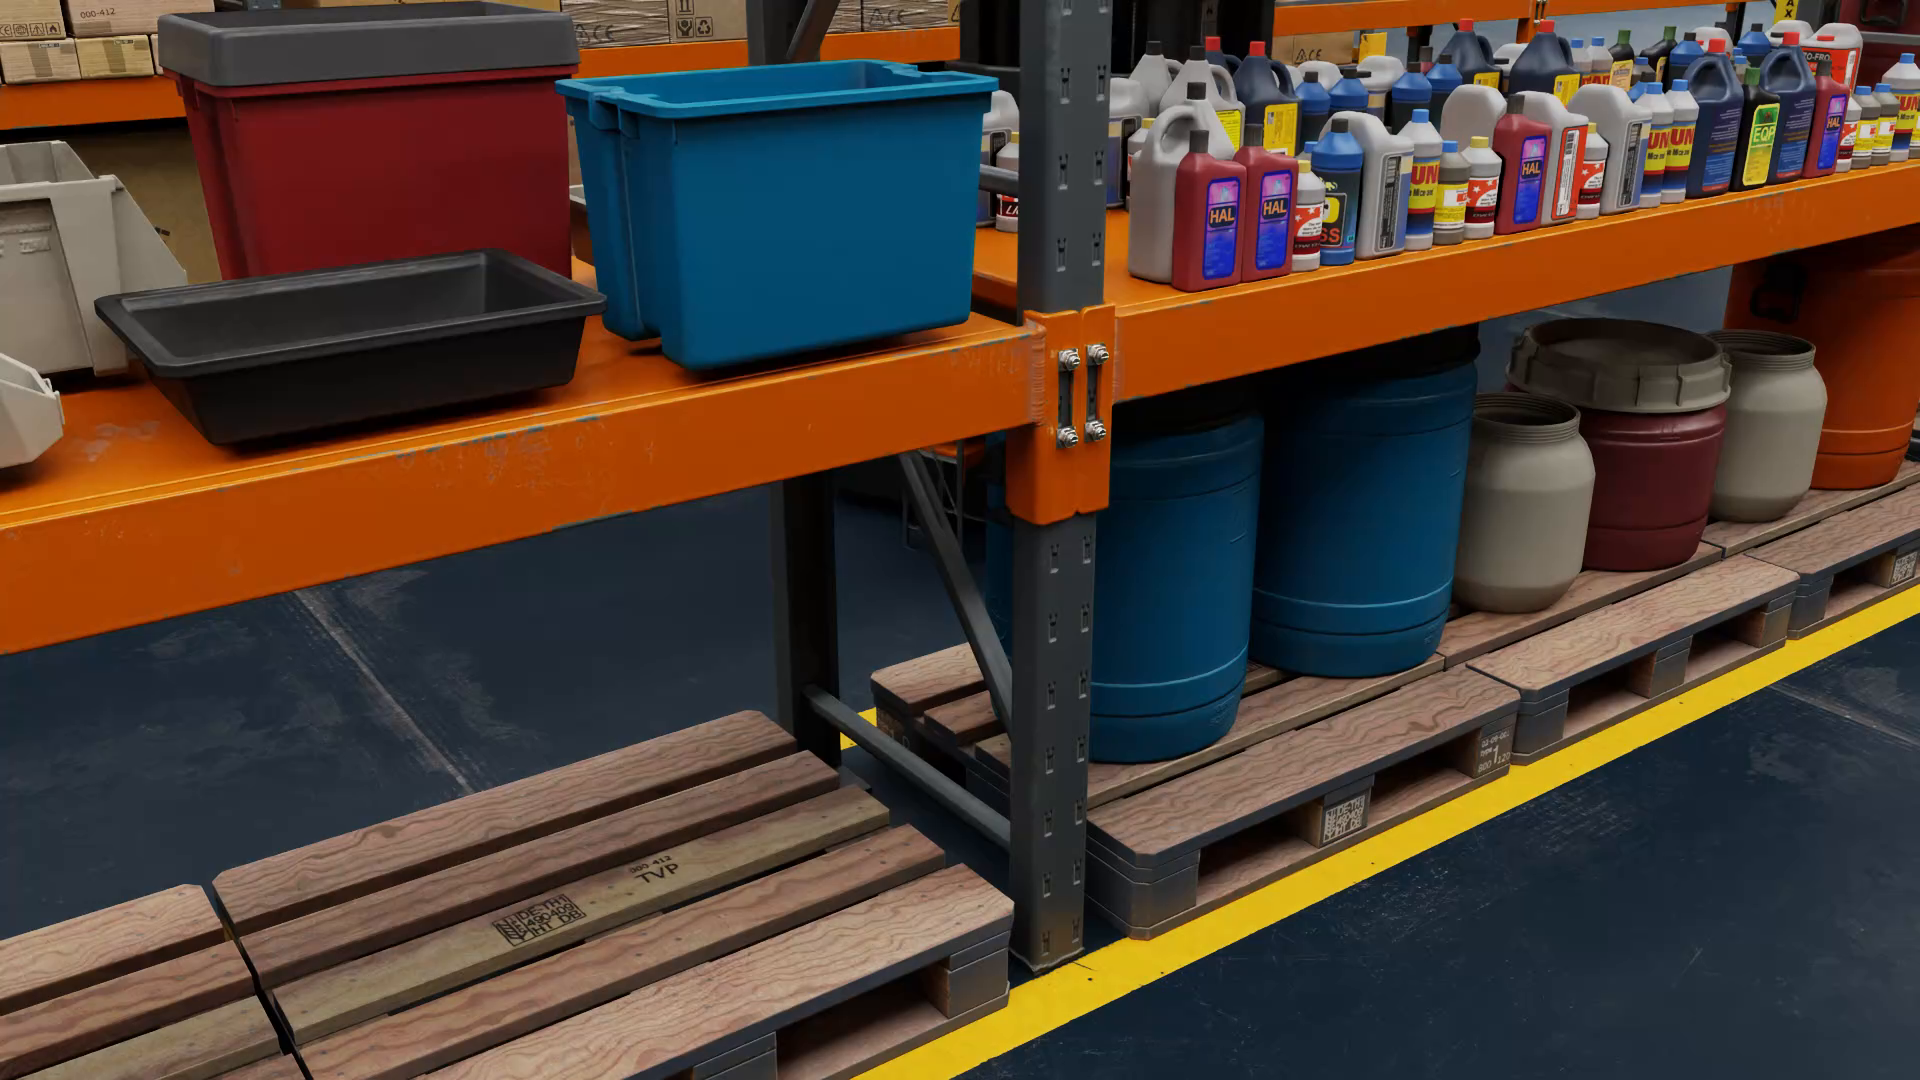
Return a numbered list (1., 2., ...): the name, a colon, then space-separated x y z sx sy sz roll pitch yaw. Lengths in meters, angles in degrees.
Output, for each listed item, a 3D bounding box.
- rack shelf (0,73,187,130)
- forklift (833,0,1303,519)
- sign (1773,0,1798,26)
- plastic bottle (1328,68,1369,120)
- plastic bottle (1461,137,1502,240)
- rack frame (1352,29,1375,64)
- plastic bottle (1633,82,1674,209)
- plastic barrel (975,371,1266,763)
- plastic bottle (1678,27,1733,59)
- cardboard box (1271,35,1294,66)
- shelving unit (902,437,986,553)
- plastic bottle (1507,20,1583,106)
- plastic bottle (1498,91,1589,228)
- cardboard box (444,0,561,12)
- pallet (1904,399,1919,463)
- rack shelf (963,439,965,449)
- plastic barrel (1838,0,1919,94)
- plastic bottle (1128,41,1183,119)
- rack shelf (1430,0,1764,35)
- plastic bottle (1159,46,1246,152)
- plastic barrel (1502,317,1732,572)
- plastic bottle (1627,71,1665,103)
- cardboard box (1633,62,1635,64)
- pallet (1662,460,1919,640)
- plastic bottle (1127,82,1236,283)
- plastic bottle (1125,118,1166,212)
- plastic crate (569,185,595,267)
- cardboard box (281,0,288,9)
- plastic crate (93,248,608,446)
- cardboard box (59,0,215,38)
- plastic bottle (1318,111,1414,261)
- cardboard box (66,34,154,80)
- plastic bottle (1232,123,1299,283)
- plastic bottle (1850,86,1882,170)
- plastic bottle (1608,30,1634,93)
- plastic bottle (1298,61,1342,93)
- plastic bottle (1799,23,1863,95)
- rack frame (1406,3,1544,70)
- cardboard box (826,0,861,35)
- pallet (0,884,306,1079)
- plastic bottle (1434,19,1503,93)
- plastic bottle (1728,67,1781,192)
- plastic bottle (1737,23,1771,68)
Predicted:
1. rack shelf: -4.611 -1.425 5.890 4.000 0.370 1.077 -15 26 -33
2. forklift: 0.717 -1.871 6.132 1.130 2.935 3.031 13 25 29
3. sign: 2.825 -1.807 5.657 0.005 0.325 0.100 -15 26 -33
4. plastic bottle: 0.940 -1.008 4.049 0.097 0.271 0.097 0 22 0
5. plastic bottle: 1.069 -0.733 3.454 0.097 0.201 0.097 0 22 0
6. rack frame: 3.939 -6.303 17.145 0.127 3.000 1.000 -15 26 -33
7. plastic bottle: 1.554 -0.895 3.765 0.097 0.271 0.097 0 22 0
8. plastic barrel: 0.357 -0.035 3.700 0.708 0.901 0.600 -15 26 -33
9. plastic bottle: 2.237 -1.413 5.058 0.135 0.276 0.152 -15 26 -33
10. cardboard box: 2.714 -5.153 16.564 0.875 0.875 0.875 -15 26 -34
11. shelving unit: -0.031 -0.531 5.107 0.258 1.200 0.189 16 27 34
12. plastic bottle: 1.553 -1.198 4.417 0.185 0.351 0.144 -15 26 -33
13. plastic bottle: 1.255 -0.830 3.596 0.135 0.276 0.152 -15 26 -33
14. cardboard box: -2.060 -2.371 7.157 0.500 0.500 0.500 -15 26 -33
15. pallet: 3.804 -0.428 6.184 1.213 0.211 1.003 -15 26 -33
16. rack shelf: -0.031 -0.378 5.168 0.258 0.103 0.180 16 27 34
17. plastic barrel: 3.352 -1.822 5.732 0.708 0.536 0.600 -15 26 -33
18. plastic bottle: 0.460 -0.976 3.861 0.185 0.351 0.144 -15 26 -33
19. rack shelf: 5.130 -4.022 12.399 4.000 0.370 1.077 -15 26 -33
20. plastic bottle: 0.545 -0.933 3.753 0.185 0.351 0.144 -15 26 -33
21. plastic barrel: 1.848 -0.287 4.755 0.708 0.588 0.600 -15 26 -33
22. plastic bottle: 1.627 -0.980 3.979 0.097 0.271 0.097 0 22 0
23. cardboard box: 4.773 -3.316 12.465 0.500 0.500 0.500 -18 28 -37
24. pallet: 2.537 -0.089 5.334 1.213 0.211 1.003 -15 26 -33
25. plastic bottle: 0.413 -0.666 3.085 0.185 0.351 0.144 -15 26 -33
26. plastic bottle: 0.421 -0.837 3.715 0.097 0.201 0.097 0 22 0
27. plastic crate: -0.556 -0.549 3.000 0.243 0.136 0.396 -15 26 -33
28. cardboard box: -2.767 -2.421 7.282 0.500 0.500 0.500 -15 26 -33
29. plastic crate: -0.846 -0.278 2.337 0.590 0.125 0.437 -15 26 -33
30. cardboard box: -3.192 -2.085 6.376 0.500 0.250 0.500 -15 26 -34
31. plastic bottle: 0.801 -0.709 3.292 0.135 0.276 0.152 -15 26 -33
32. cardboard box: -3.253 -1.854 6.335 0.250 0.149 0.380 -14 26 -32
33. plastic bottle: 0.560 -0.627 3.078 0.133 0.283 0.061 -15 26 -33
34. plastic bottle: 2.307 -1.063 4.282 0.097 0.201 0.097 0 22 0
35. plastic bottle: 1.914 -1.351 4.893 0.133 0.283 0.061 -15 26 -33
36. plastic bottle: 0.852 -1.044 4.132 0.135 0.276 0.152 -15 26 -33
37. plastic bottle: 2.701 -1.467 5.194 0.135 0.276 0.152 -15 26 -33
38. rack frame: 3.507 -3.923 11.181 0.127 3.000 1.000 -15 26 -33
39. cardboard box: -0.824 -2.703 7.988 0.500 0.500 0.500 -16 27 -35
40. pallet: -1.660 1.030 2.530 1.213 0.211 1.003 -15 26 -33
41. plastic bottle: 1.355 -1.214 4.459 0.185 0.351 0.144 -15 26 -33
42. plastic bottle: 1.887 -0.981 3.965 0.133 0.283 0.061 -15 26 -33
43. plastic bottle: 2.502 -1.494 5.267 0.097 0.271 0.097 0 22 0
